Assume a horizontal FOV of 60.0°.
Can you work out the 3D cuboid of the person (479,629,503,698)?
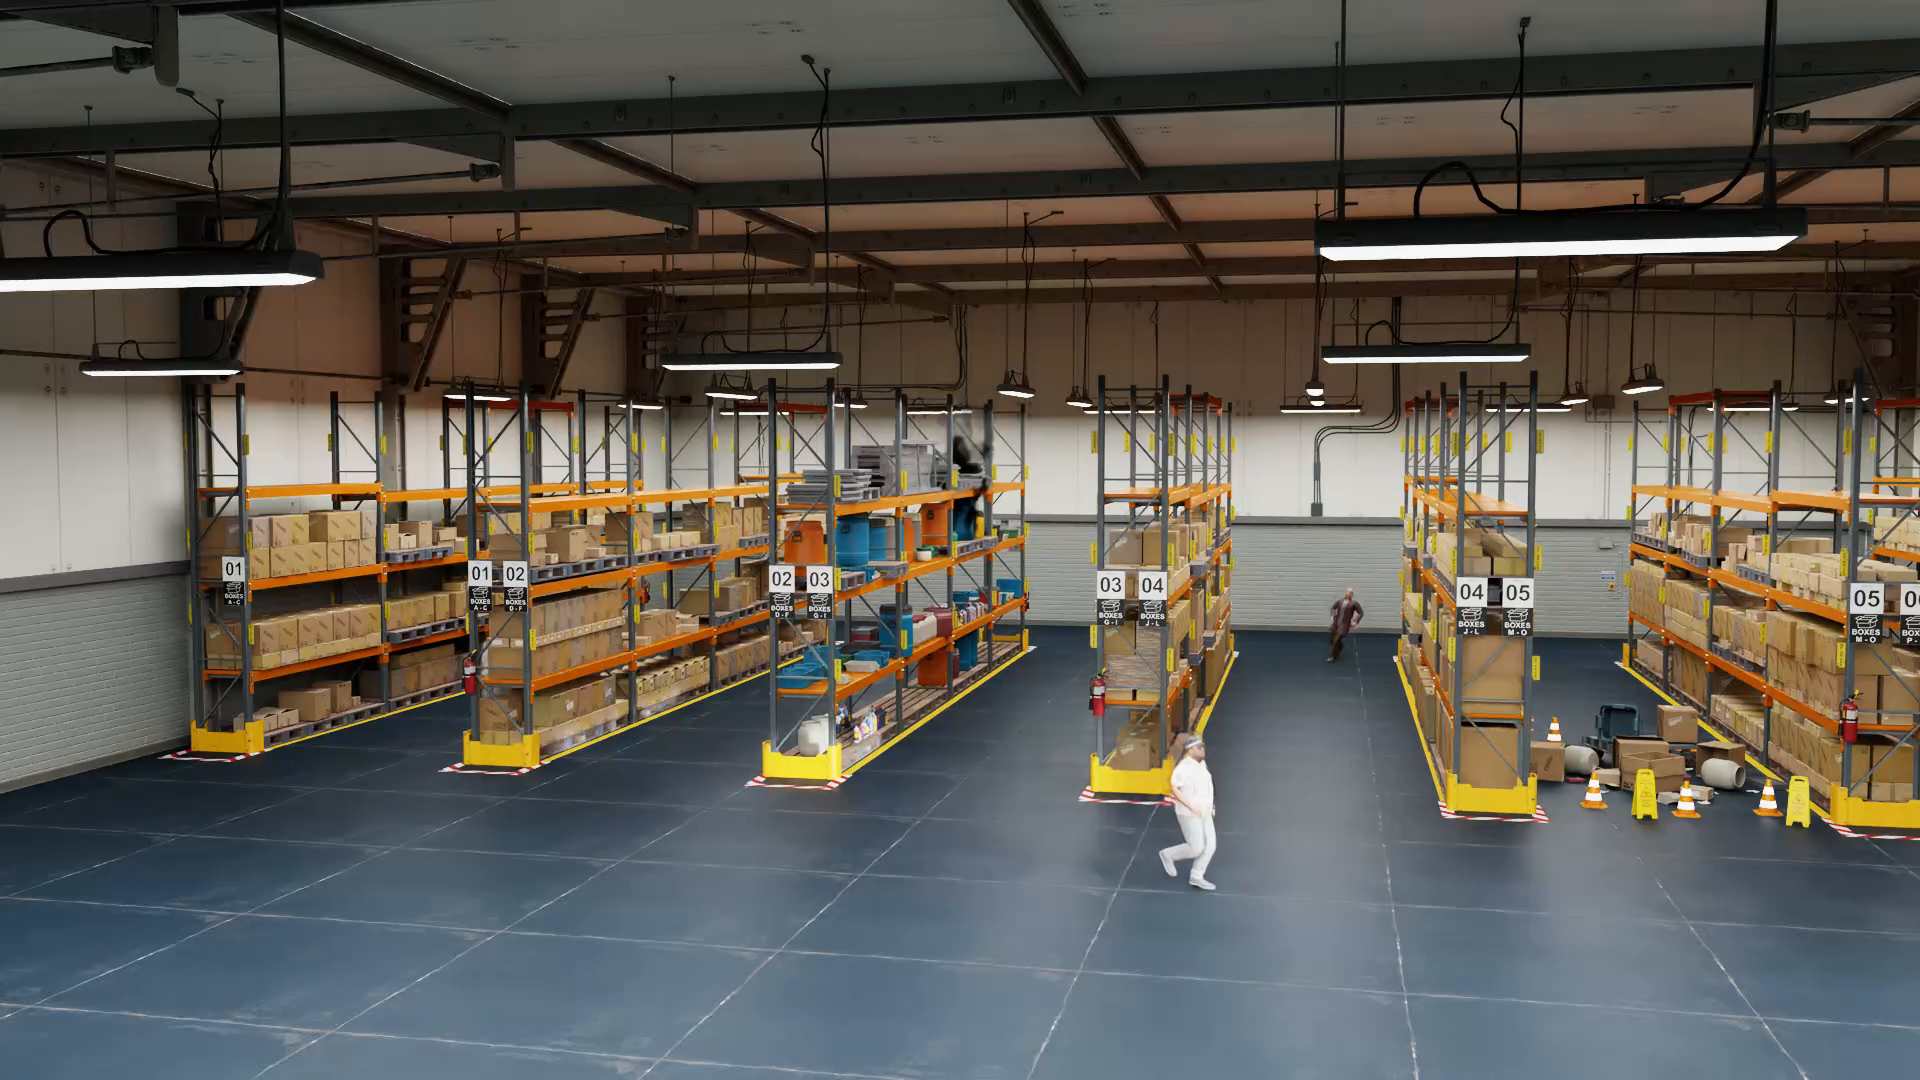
[{"bbox_3d":[-8.343,2.426,29.842,0.692,1.769,0.812,1,3,12],"label":"person"}]

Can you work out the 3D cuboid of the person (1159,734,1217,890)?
[{"bbox_3d":[2.600,3.060,18.869,0.658,1.747,0.655,3,4,39],"label":"person"}]

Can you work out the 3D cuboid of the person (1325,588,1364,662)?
[{"bbox_3d":[8.835,1.967,38.335,0.775,1.705,0.792,-3,5,-44],"label":"person"}]
